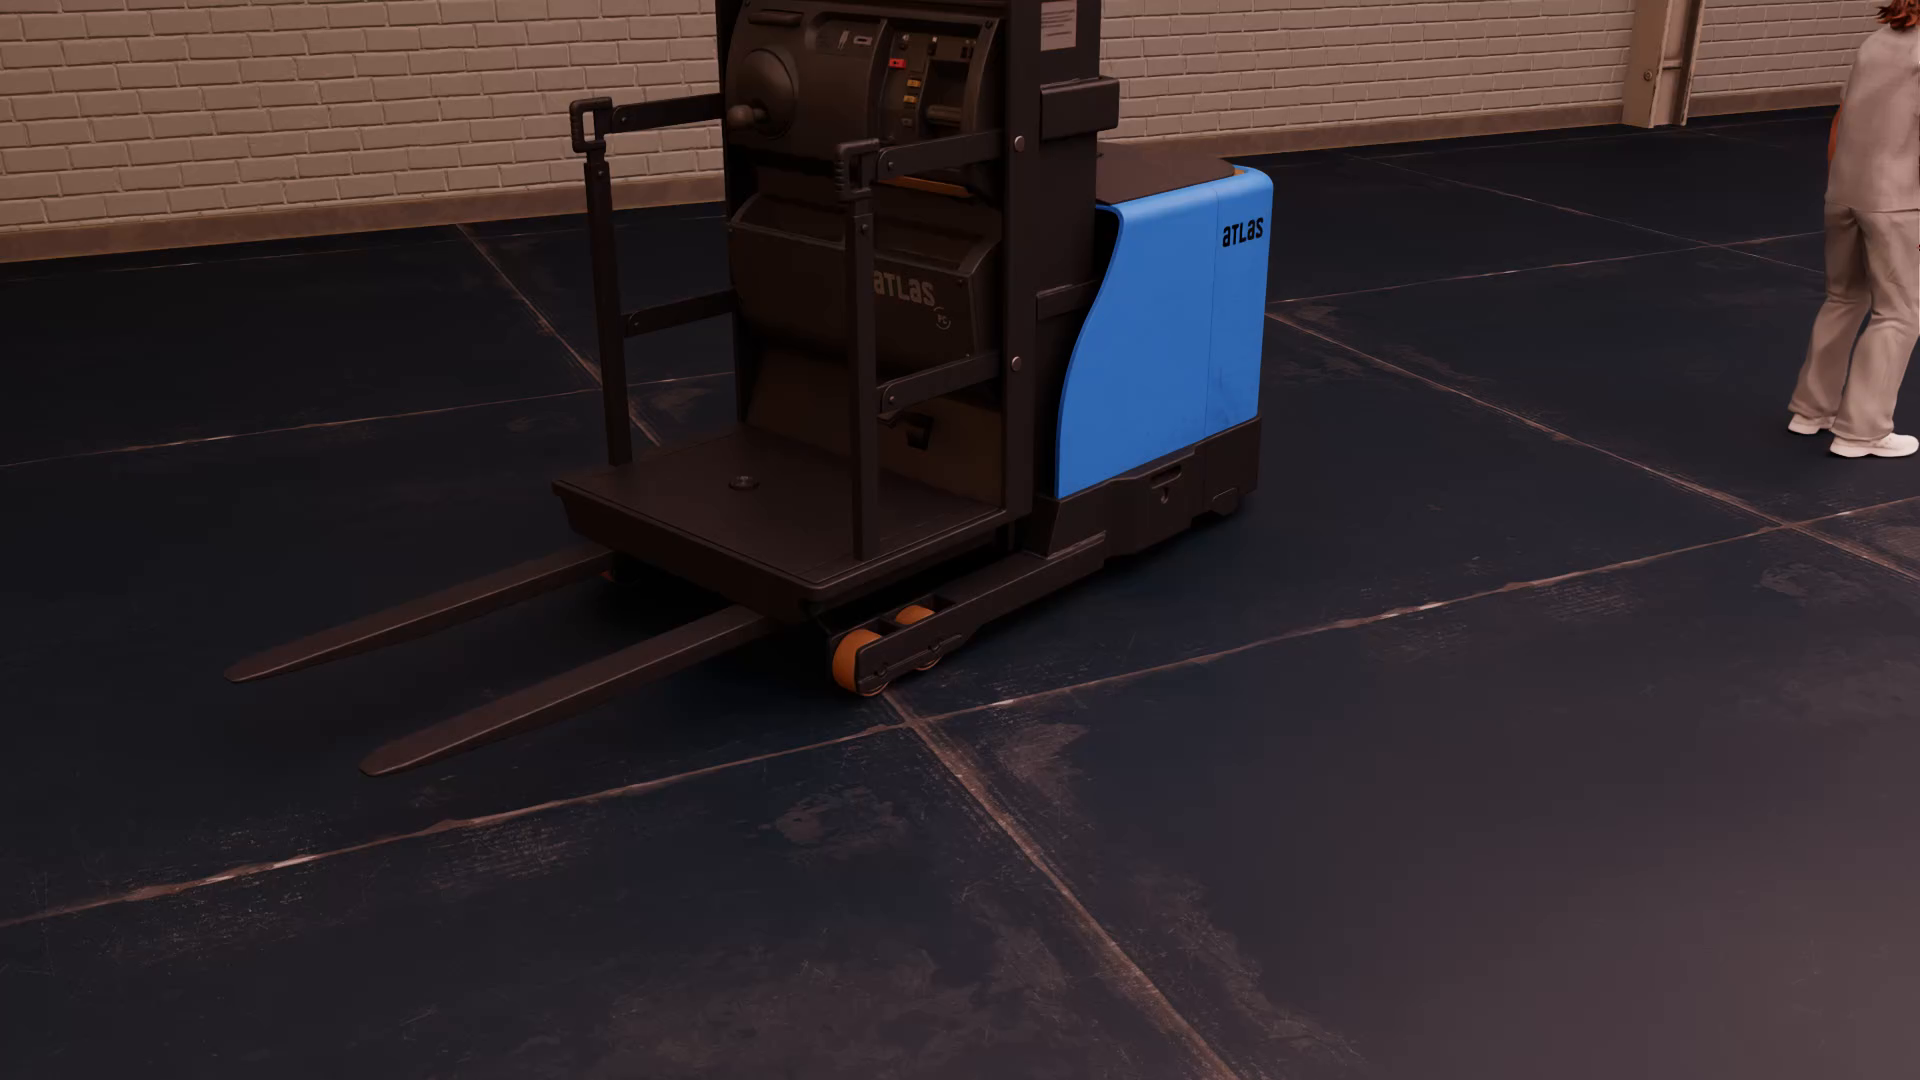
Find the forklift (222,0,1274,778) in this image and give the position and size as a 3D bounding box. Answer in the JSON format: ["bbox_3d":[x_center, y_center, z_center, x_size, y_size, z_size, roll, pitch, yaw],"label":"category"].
[{"bbox_3d":[-0.413,-1.182,4.131,1.130,2.935,3.031,19,29,39],"label":"forklift"}]

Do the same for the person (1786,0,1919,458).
[{"bbox_3d":[3.148,-1.130,5.652,0.368,1.673,0.487,-6,23,-15],"label":"person"}]
